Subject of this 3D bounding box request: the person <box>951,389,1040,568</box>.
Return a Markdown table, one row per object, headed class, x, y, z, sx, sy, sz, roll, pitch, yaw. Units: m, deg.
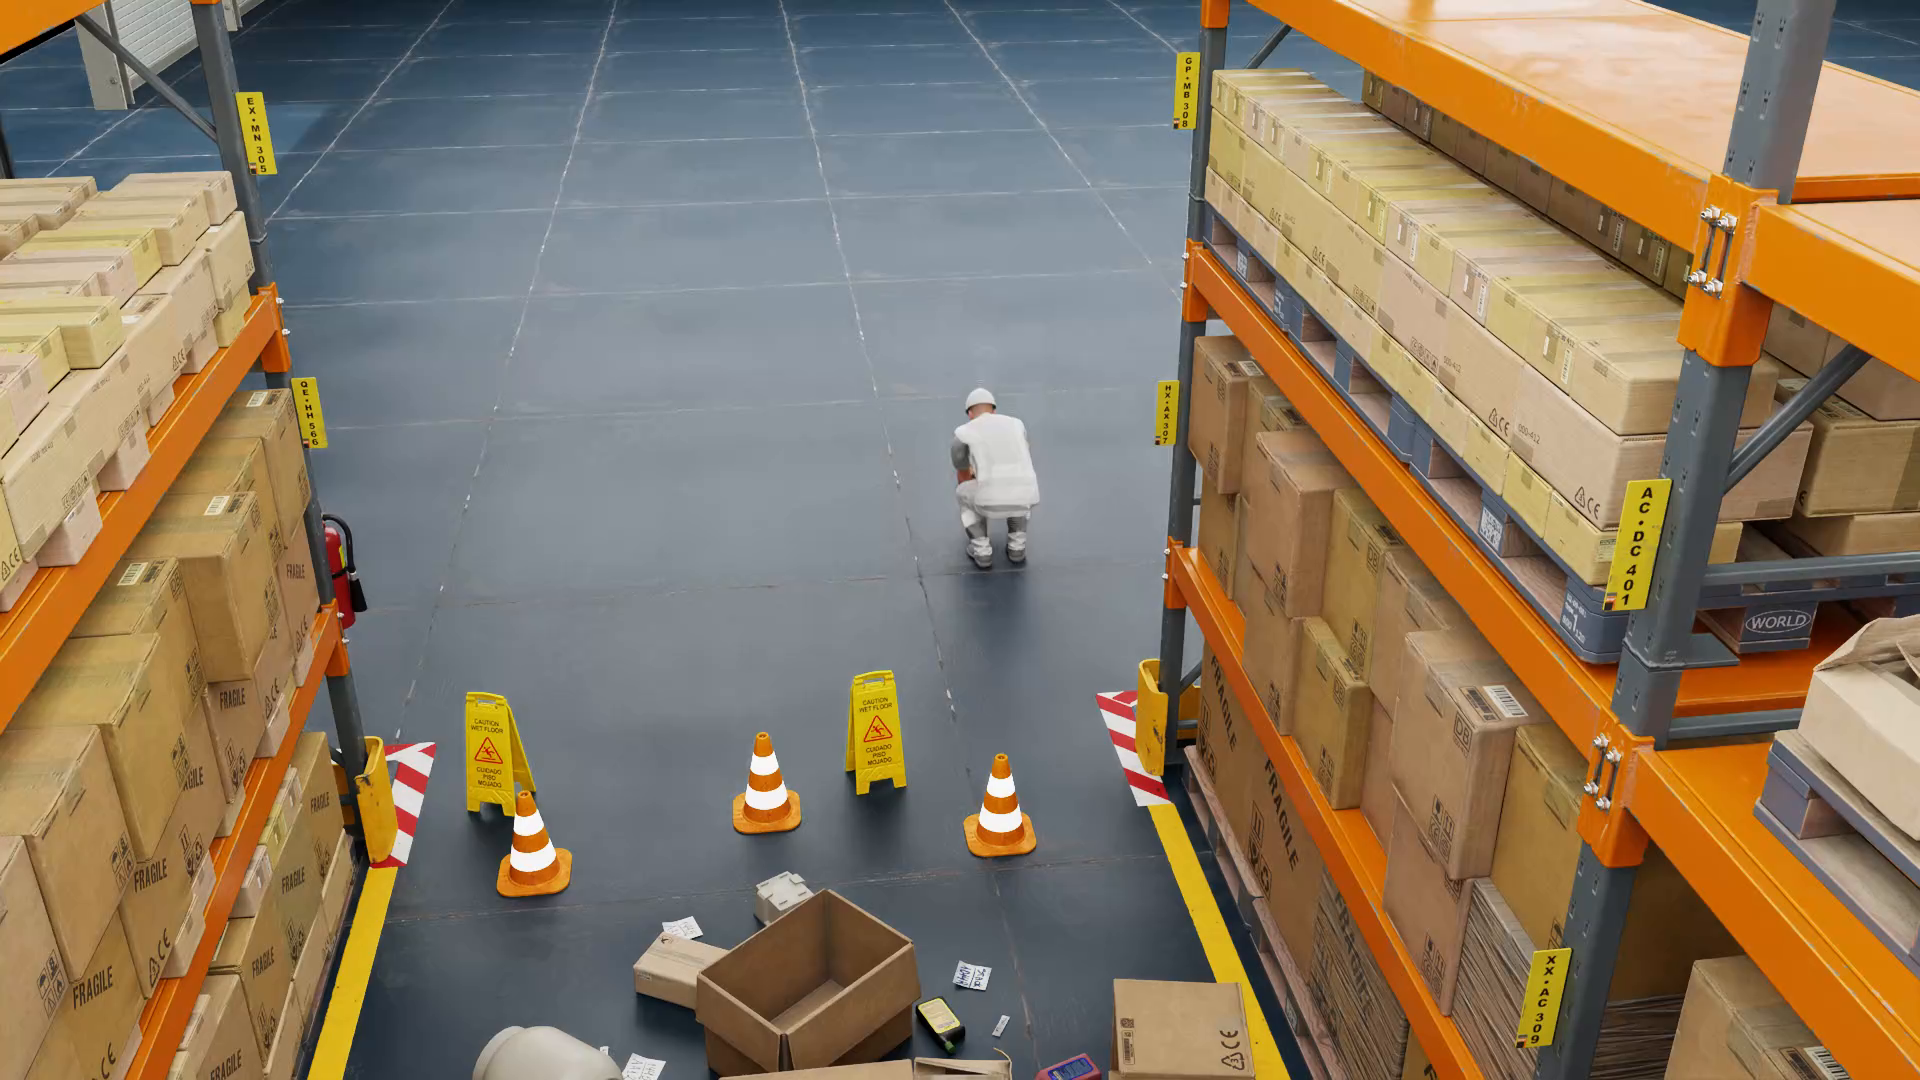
| class | x | y | z | sx | sy | sz | roll | pitch | yaw |
| --- | --- | --- | --- | --- | --- | --- | --- | --- | --- |
| person | 0.223 | -0.389 | 10.721 | 0.540 | 1.004 | 0.875 | -4 | 27 | -8 |
